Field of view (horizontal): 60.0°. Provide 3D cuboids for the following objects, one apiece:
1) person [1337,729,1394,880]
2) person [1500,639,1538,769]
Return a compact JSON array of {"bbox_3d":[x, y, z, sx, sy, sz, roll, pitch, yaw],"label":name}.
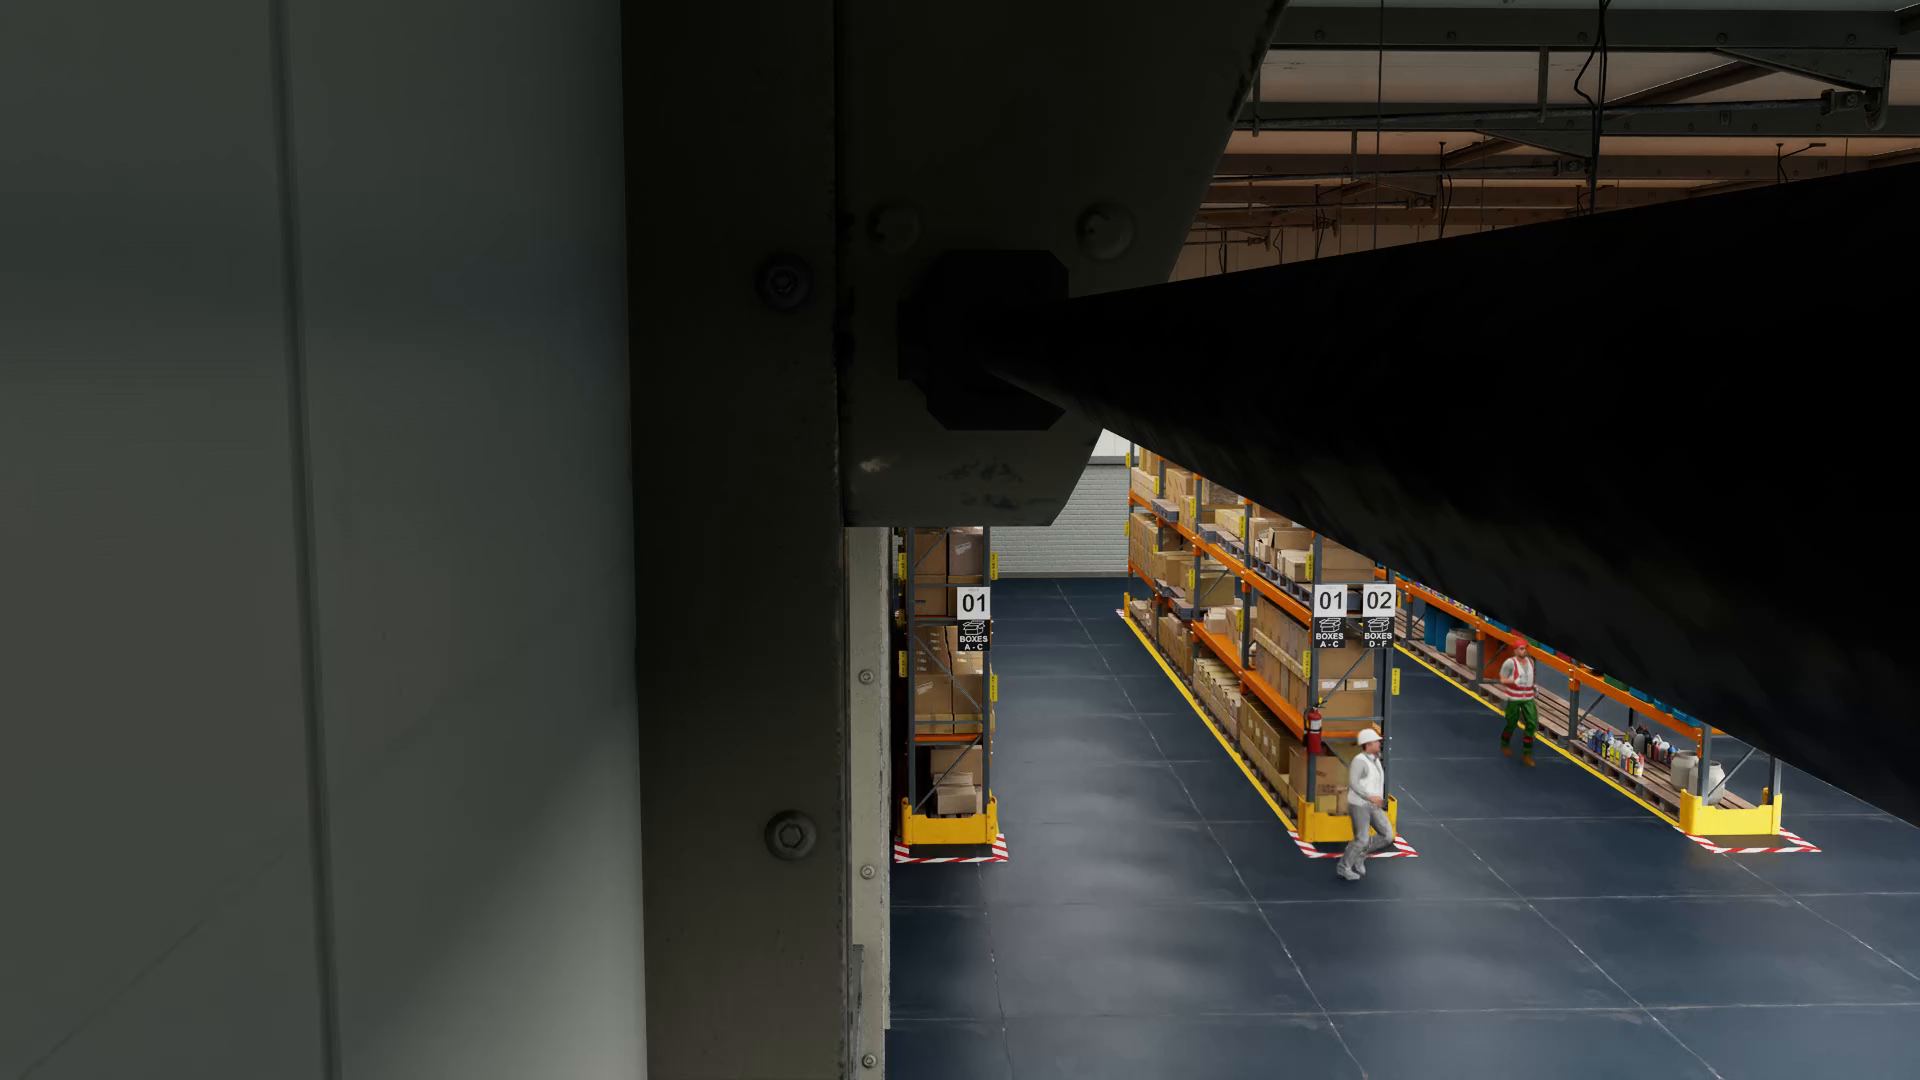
[{"bbox_3d":[4.712,3.028,19.133,0.583,1.717,0.705,6,10,40],"label":"person"},{"bbox_3d":[8.129,2.340,24.176,0.632,1.832,0.765,-1,7,-7],"label":"person"}]
